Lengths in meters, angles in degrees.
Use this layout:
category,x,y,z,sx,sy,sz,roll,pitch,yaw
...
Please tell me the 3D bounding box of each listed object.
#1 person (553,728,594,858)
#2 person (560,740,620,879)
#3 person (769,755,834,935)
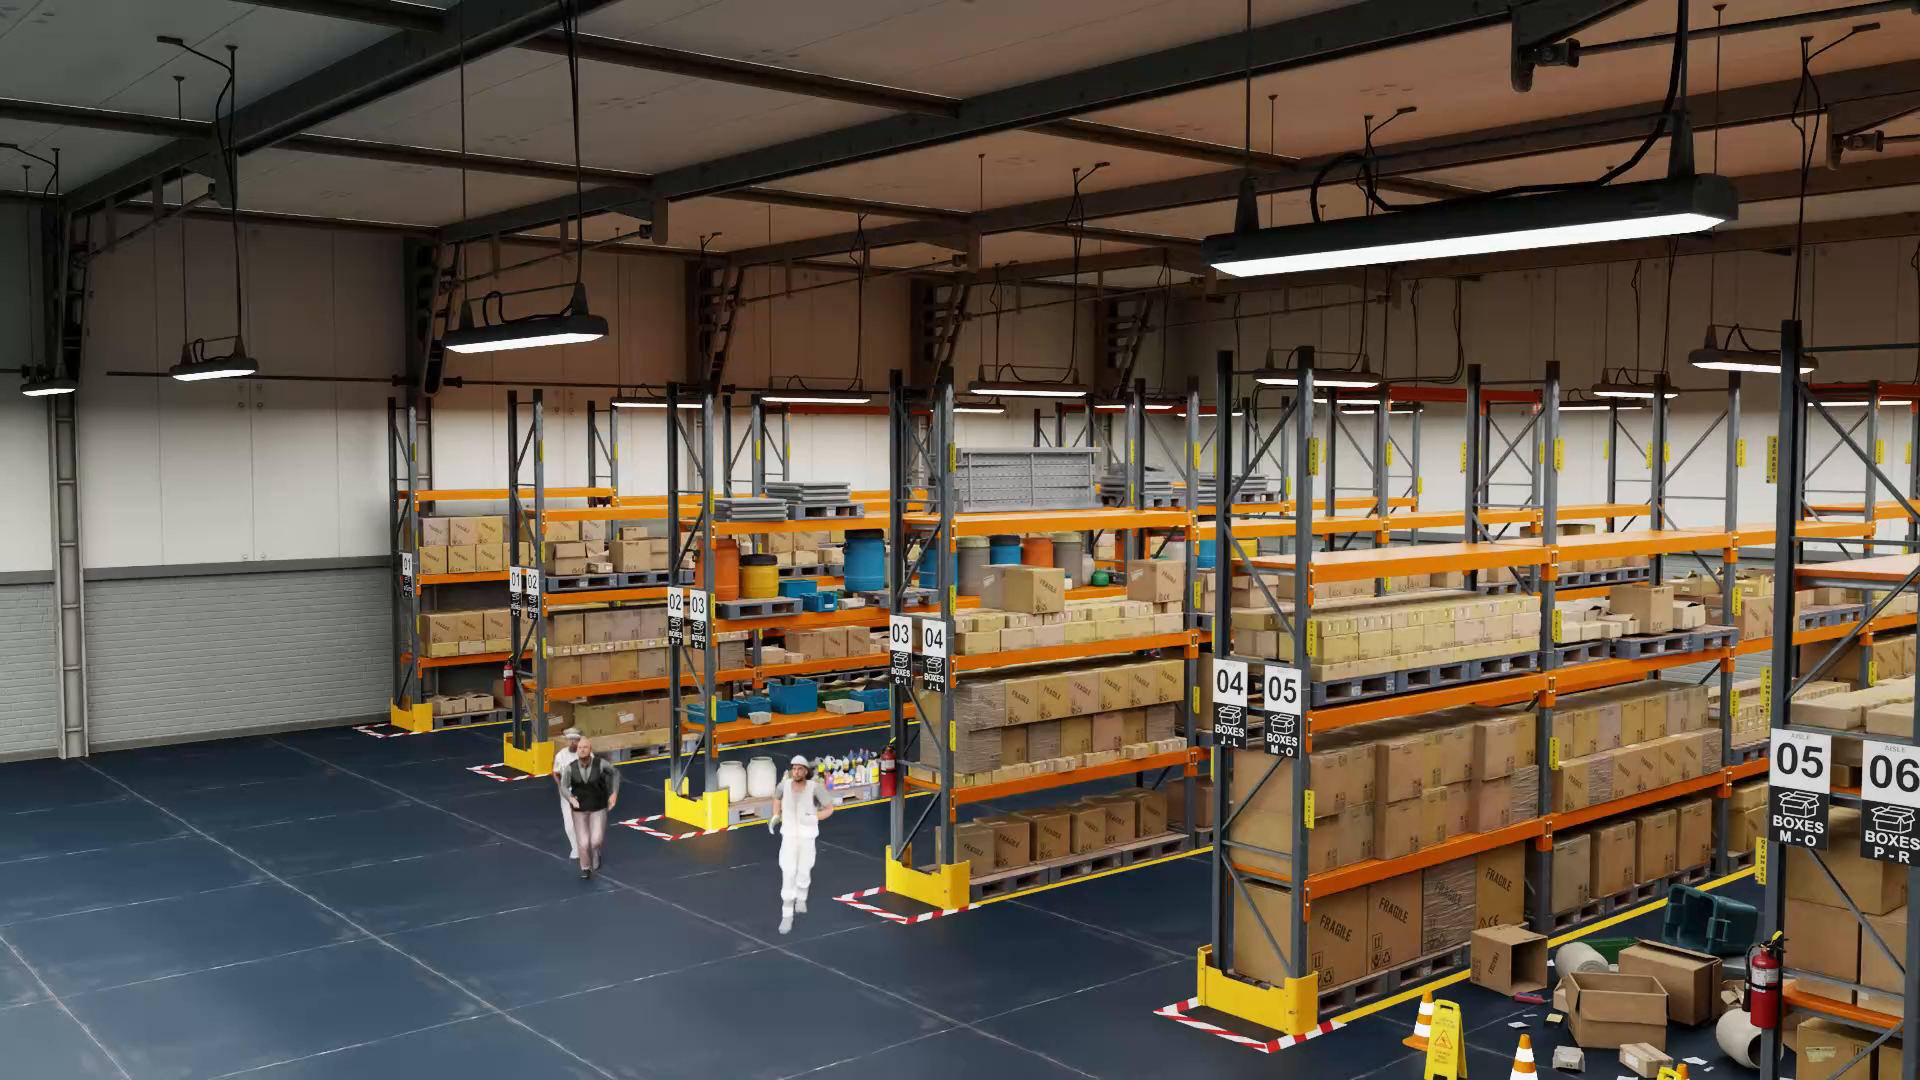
category,x,y,z,sx,sy,sz,roll,pitch,yaw
person,-4.770,3.140,20.627,0.558,1.646,0.588,0,3,-4
person,-4.356,3.180,19.550,0.681,1.676,0.694,0,3,-6
person,-1.693,3.209,17.830,0.687,1.829,0.868,0,3,3
